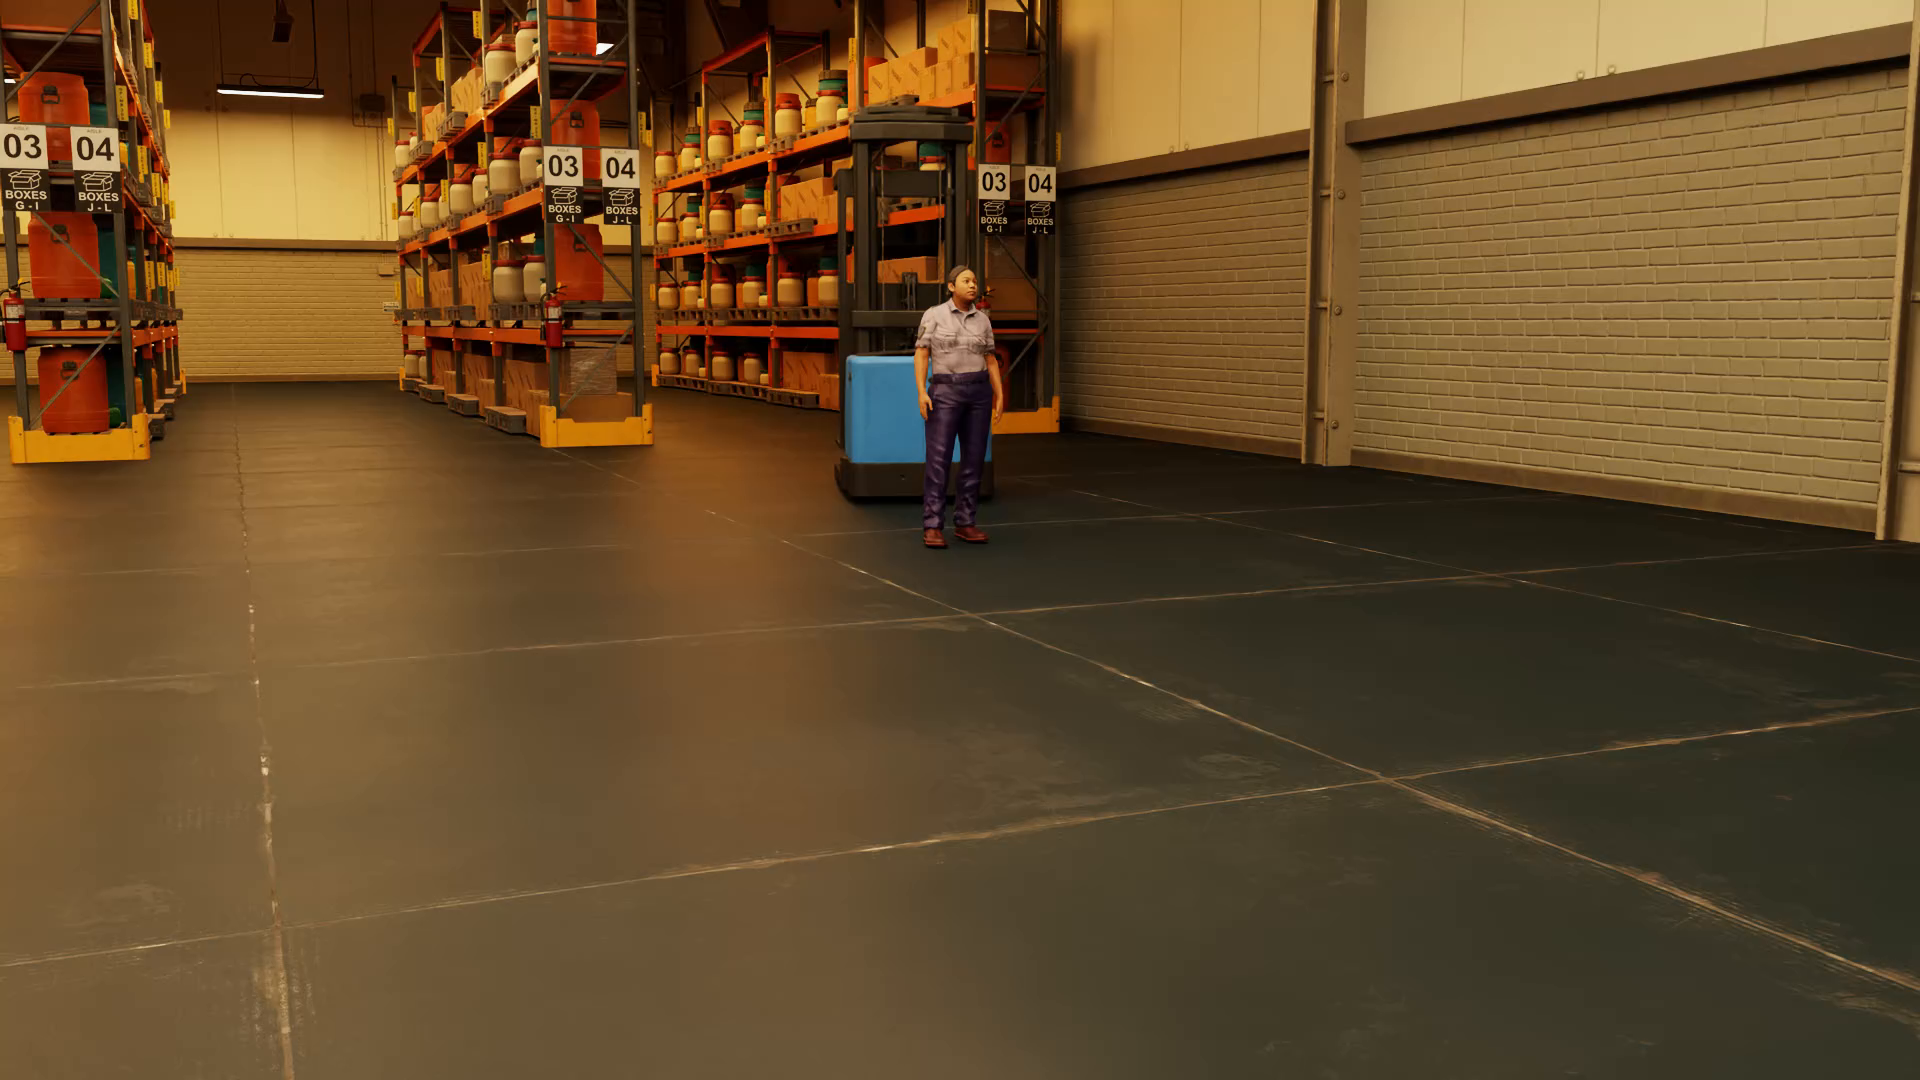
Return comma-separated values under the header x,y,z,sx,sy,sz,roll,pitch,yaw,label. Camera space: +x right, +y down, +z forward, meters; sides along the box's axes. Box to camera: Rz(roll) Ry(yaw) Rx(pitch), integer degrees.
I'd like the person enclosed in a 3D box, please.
x,y,z,sx,sy,sz,roll,pitch,yaw,label
0.015,-0.812,9.954,0.598,1.651,0.502,-3,8,-23,person

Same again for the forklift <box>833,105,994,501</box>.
x,y,z,sx,sy,sz,roll,pitch,yaw,label
-0.444,-1.897,13.334,1.130,2.935,3.031,-1,8,-7,forklift
